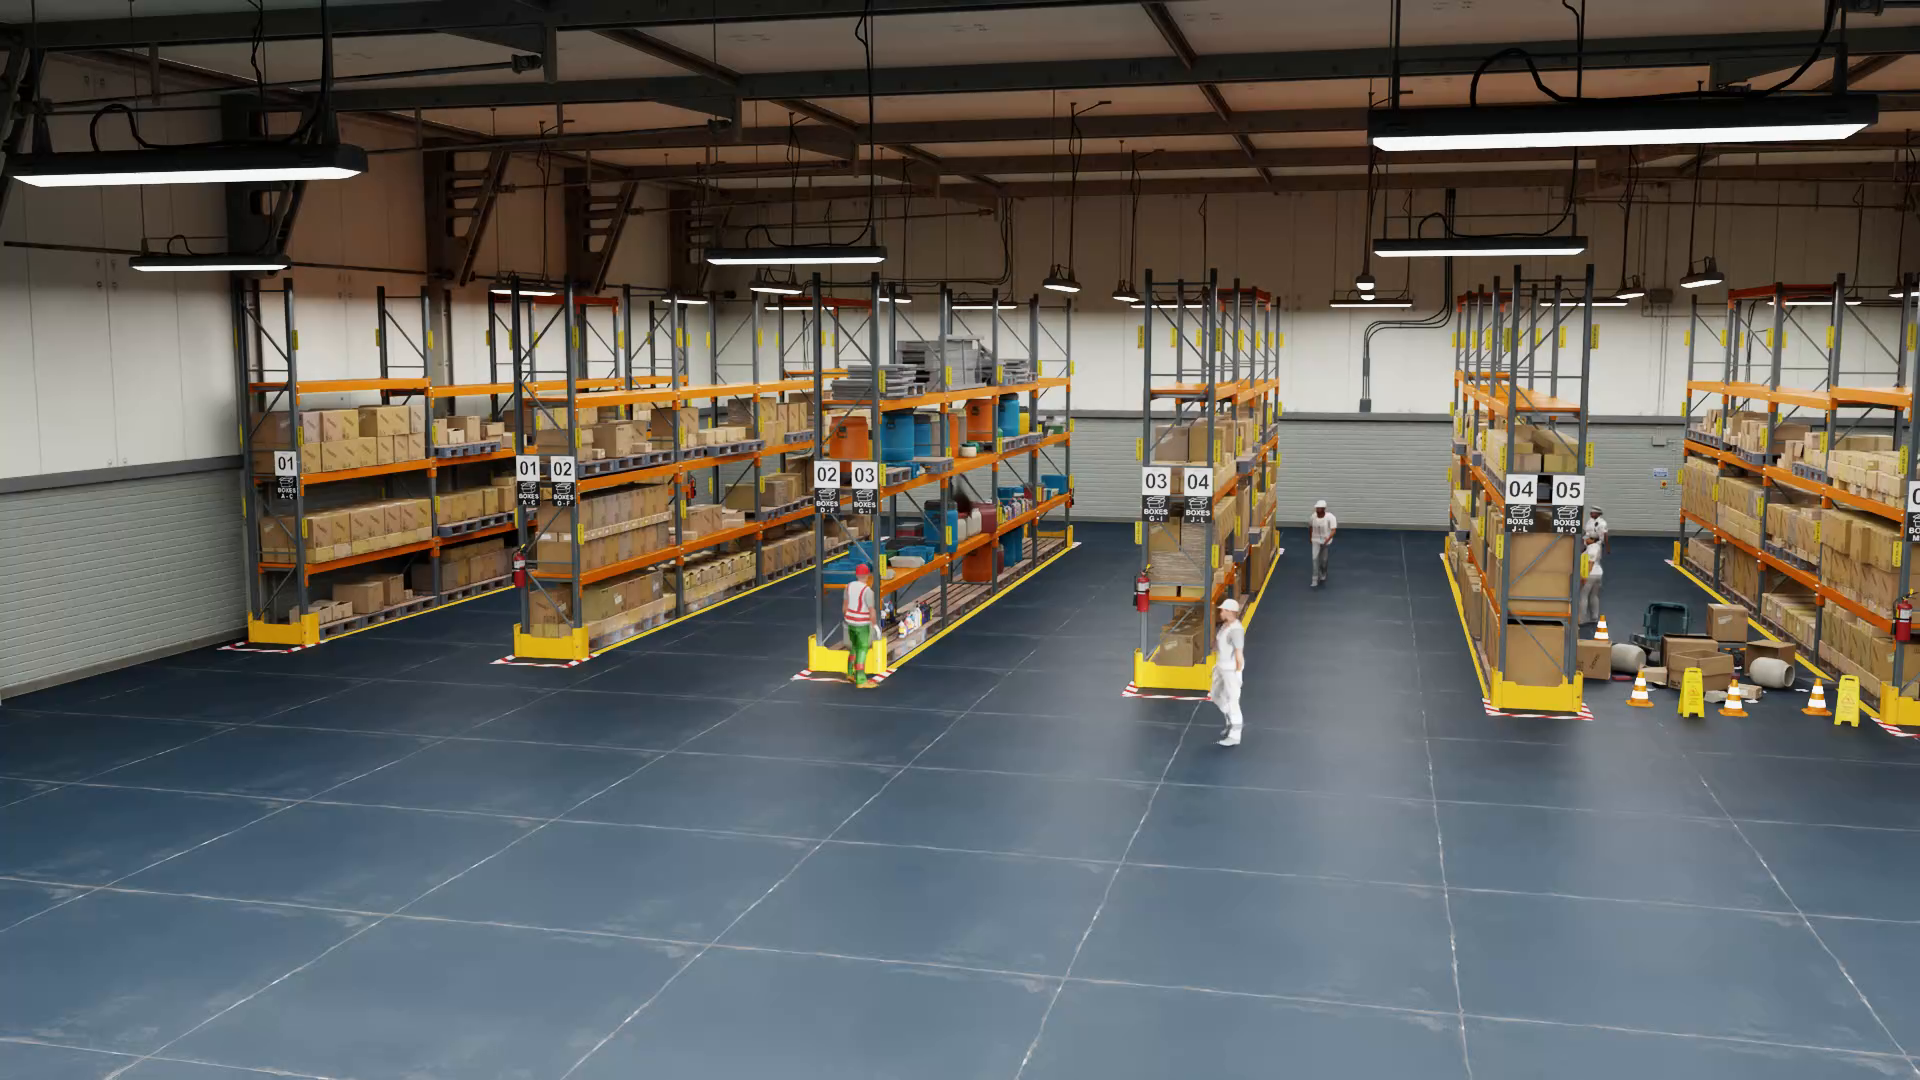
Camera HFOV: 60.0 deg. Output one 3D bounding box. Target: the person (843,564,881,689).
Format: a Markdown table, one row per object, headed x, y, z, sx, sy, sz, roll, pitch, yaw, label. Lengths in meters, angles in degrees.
| x | y | z | sx | sy | sz | roll | pitch | yaw | label |
| --- | --- | --- | --- | --- | --- | --- | --- | --- | --- |
| -1.449 | 1.242 | 24.082 | 0.396 | 1.819 | 0.658 | -5 | 9 | -37 | person |

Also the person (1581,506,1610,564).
| x | y | z | sx | sy | sz | roll | pitch | yaw | label |
| --- | --- | --- | --- | --- | --- | --- | --- | --- | --- |
| 12.934 | 0.112 | 33.896 | 0.562 | 1.623 | 0.968 | 7 | 10 | 44 | person |

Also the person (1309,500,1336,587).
| x | y | z | sx | sy | sz | roll | pitch | yaw | label |
| --- | --- | --- | --- | --- | --- | --- | --- | --- | --- |
| 7.465 | 0.059 | 34.277 | 0.560 | 1.765 | 0.953 | 2 | 7 | 15 | person |

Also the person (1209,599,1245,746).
| x | y | z | sx | sy | sz | roll | pitch | yaw | label |
| --- | --- | --- | --- | --- | --- | --- | --- | --- | --- |
| 3.362 | 1.619 | 20.703 | 0.454 | 1.793 | 0.586 | -2 | 7 | -13 | person |

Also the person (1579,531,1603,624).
| x | y | z | sx | sy | sz | roll | pitch | yaw | label |
| --- | --- | --- | --- | --- | --- | --- | --- | --- | --- |
| 11.135 | 0.666 | 29.471 | 0.573 | 1.673 | 0.431 | -6 | 9 | -43 | person |
